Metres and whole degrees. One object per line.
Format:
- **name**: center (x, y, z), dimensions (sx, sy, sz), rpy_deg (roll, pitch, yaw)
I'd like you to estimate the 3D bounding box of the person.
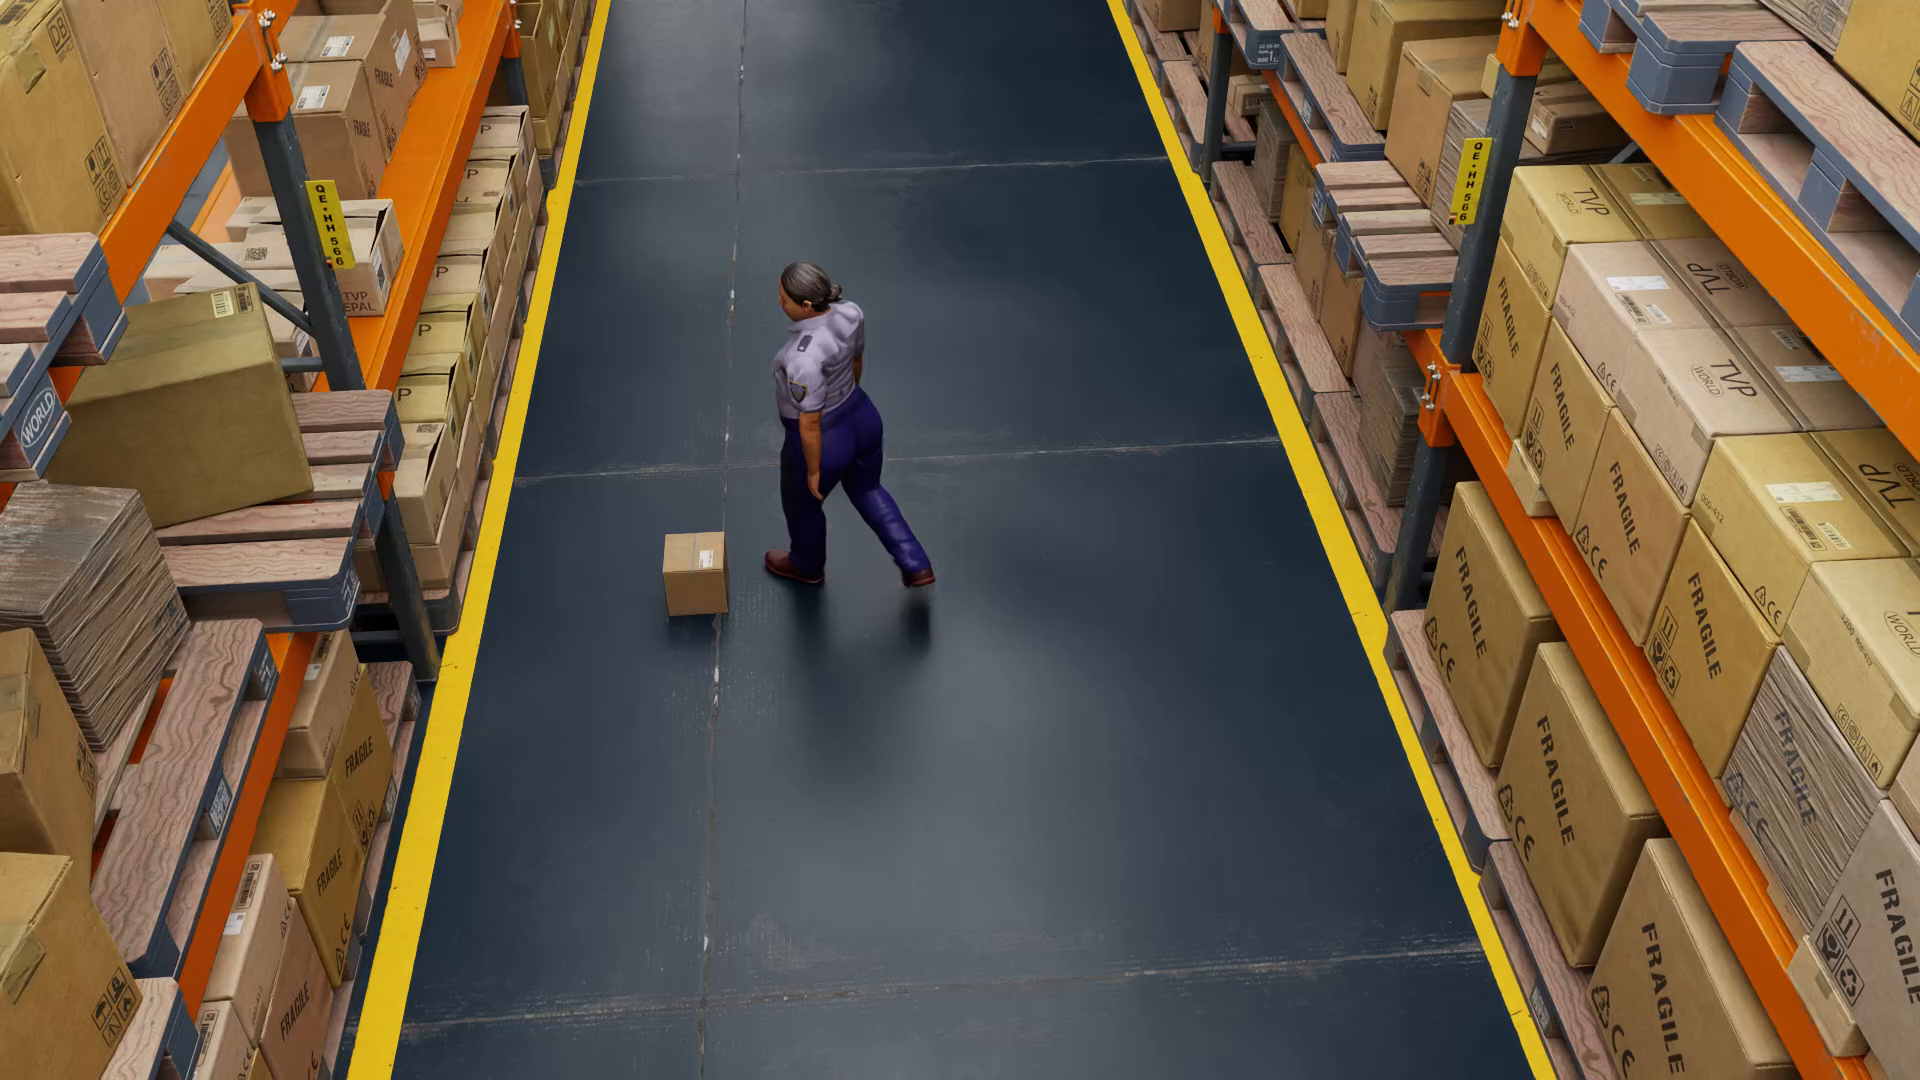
- **person**: center (-0.481, -0.414, 6.674), dimensions (0.847, 1.622, 0.541), rpy_deg (22, 44, 24)
